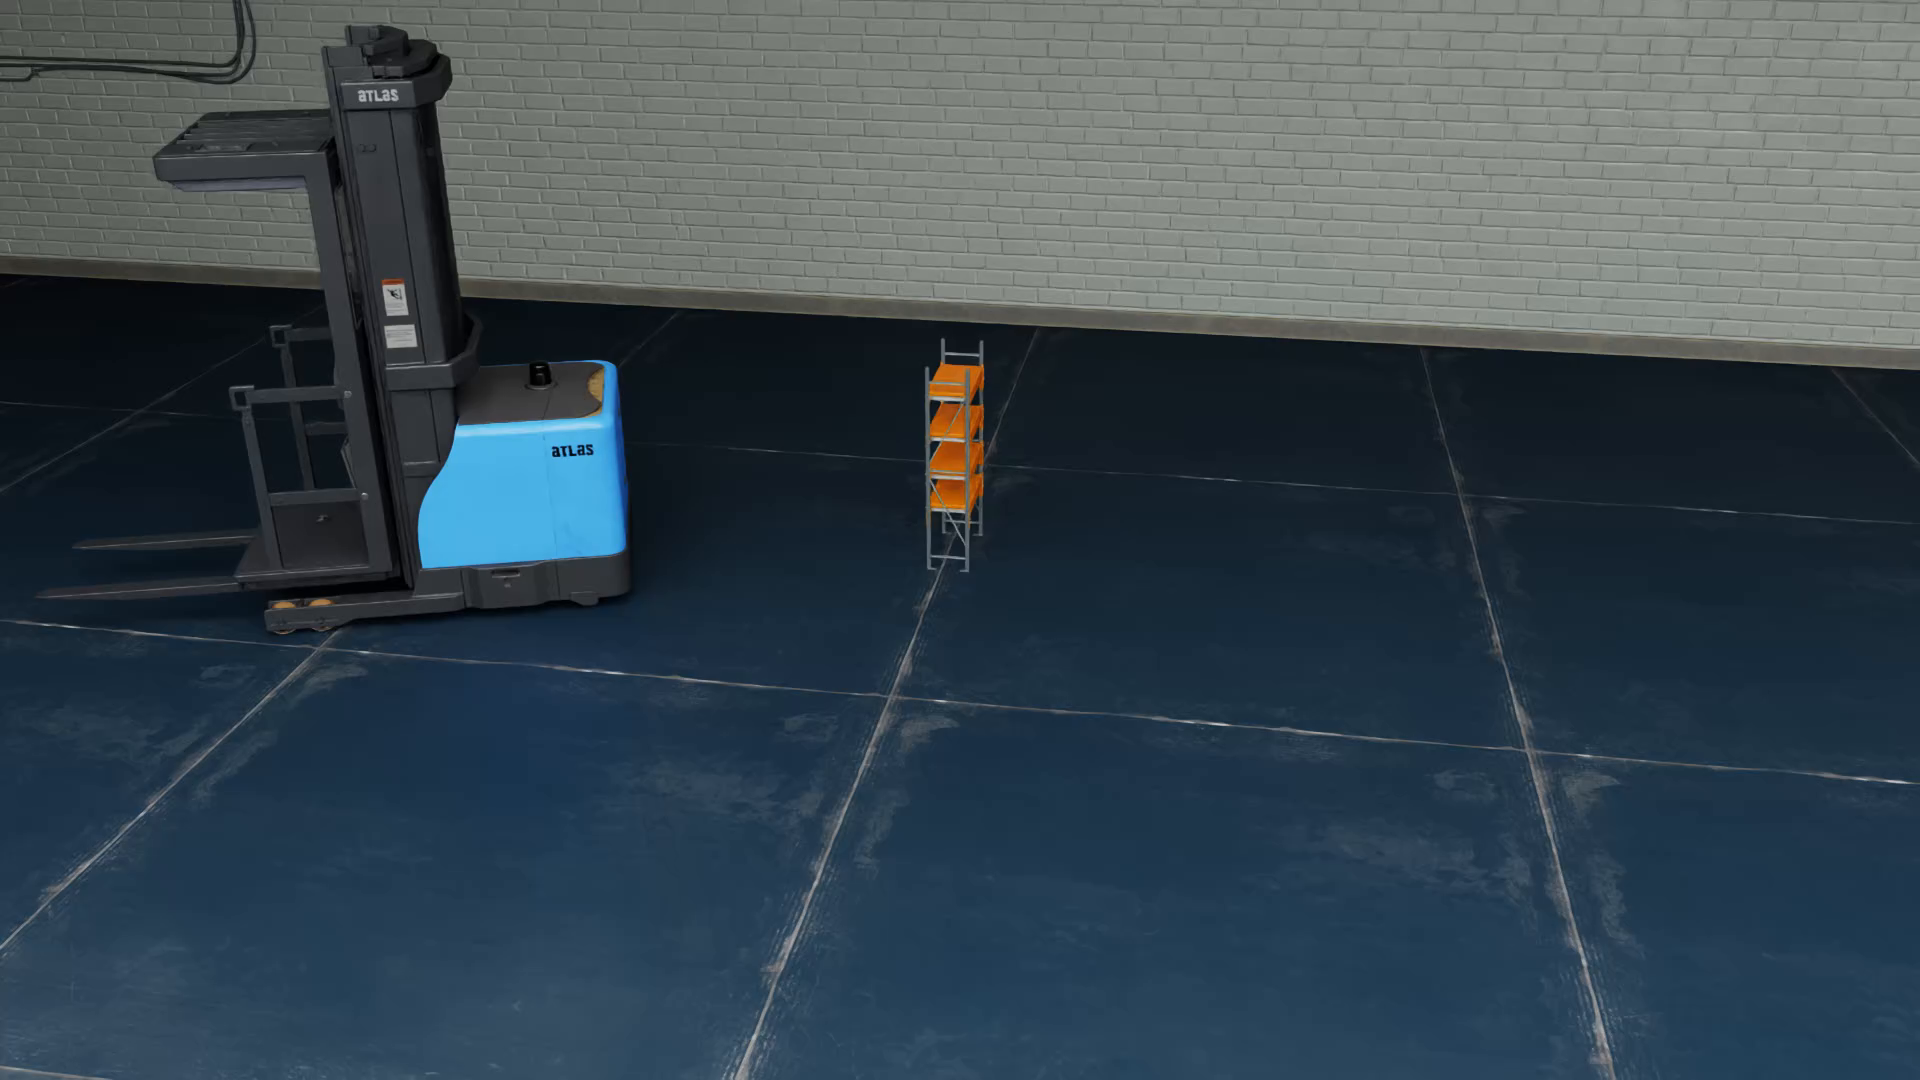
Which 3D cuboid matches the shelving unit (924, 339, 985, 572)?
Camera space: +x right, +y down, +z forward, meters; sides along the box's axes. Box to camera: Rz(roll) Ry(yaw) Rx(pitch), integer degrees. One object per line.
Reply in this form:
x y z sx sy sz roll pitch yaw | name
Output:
-0.027 -0.474 9.348 0.258 1.200 0.503 4 25 9 | shelving unit

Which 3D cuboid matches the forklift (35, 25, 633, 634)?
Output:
-3.345 -1.077 8.593 3.031 2.935 1.130 -4 25 -9 | forklift

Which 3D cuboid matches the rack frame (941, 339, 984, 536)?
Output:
0.013 -0.576 9.566 0.240 1.200 0.015 4 25 9 | rack frame

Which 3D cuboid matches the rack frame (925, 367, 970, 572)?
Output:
-0.067 -0.372 9.130 0.240 1.200 0.015 4 25 9 | rack frame

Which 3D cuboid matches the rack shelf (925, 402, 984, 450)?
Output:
-0.027 -0.616 9.281 0.258 0.148 0.480 4 25 9 | rack shelf

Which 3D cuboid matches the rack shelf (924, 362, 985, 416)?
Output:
-0.027 -0.830 9.181 0.258 0.148 0.480 4 25 9 | rack shelf

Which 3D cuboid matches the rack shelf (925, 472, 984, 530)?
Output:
-0.027 -0.233 9.460 0.258 0.148 0.480 4 25 9 | rack shelf

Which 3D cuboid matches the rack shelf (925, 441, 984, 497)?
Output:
-0.027 -0.413 9.376 0.258 0.148 0.480 4 25 9 | rack shelf

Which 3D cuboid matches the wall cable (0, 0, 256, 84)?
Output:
-7.254 -4.945 13.362 3.097 2.526 0.112 4 25 9 | wall cable
